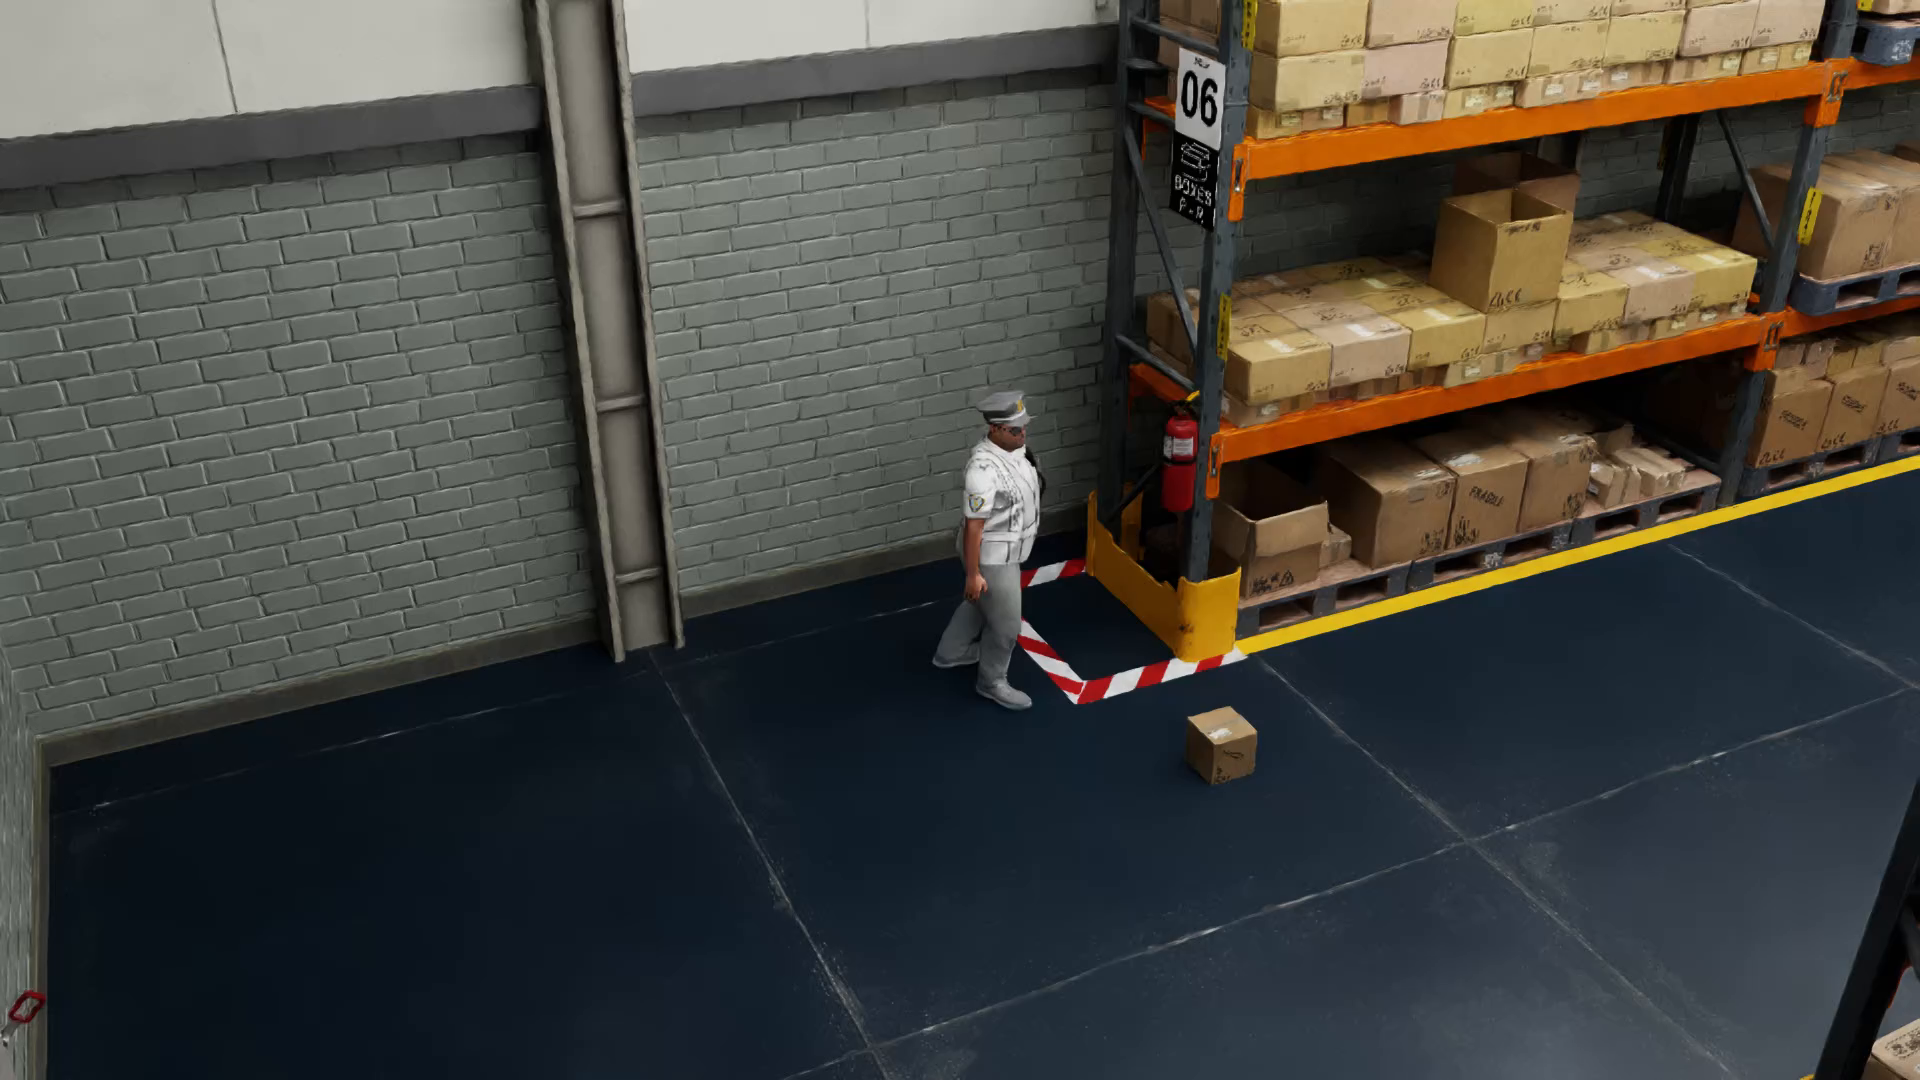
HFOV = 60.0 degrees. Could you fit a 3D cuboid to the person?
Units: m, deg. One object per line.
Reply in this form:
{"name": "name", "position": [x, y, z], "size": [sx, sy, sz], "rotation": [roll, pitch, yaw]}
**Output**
{"name": "person", "position": [0.117, 0.022, 8.406], "size": [0.593, 1.754, 0.596], "rotation": [8, 30, 13]}
